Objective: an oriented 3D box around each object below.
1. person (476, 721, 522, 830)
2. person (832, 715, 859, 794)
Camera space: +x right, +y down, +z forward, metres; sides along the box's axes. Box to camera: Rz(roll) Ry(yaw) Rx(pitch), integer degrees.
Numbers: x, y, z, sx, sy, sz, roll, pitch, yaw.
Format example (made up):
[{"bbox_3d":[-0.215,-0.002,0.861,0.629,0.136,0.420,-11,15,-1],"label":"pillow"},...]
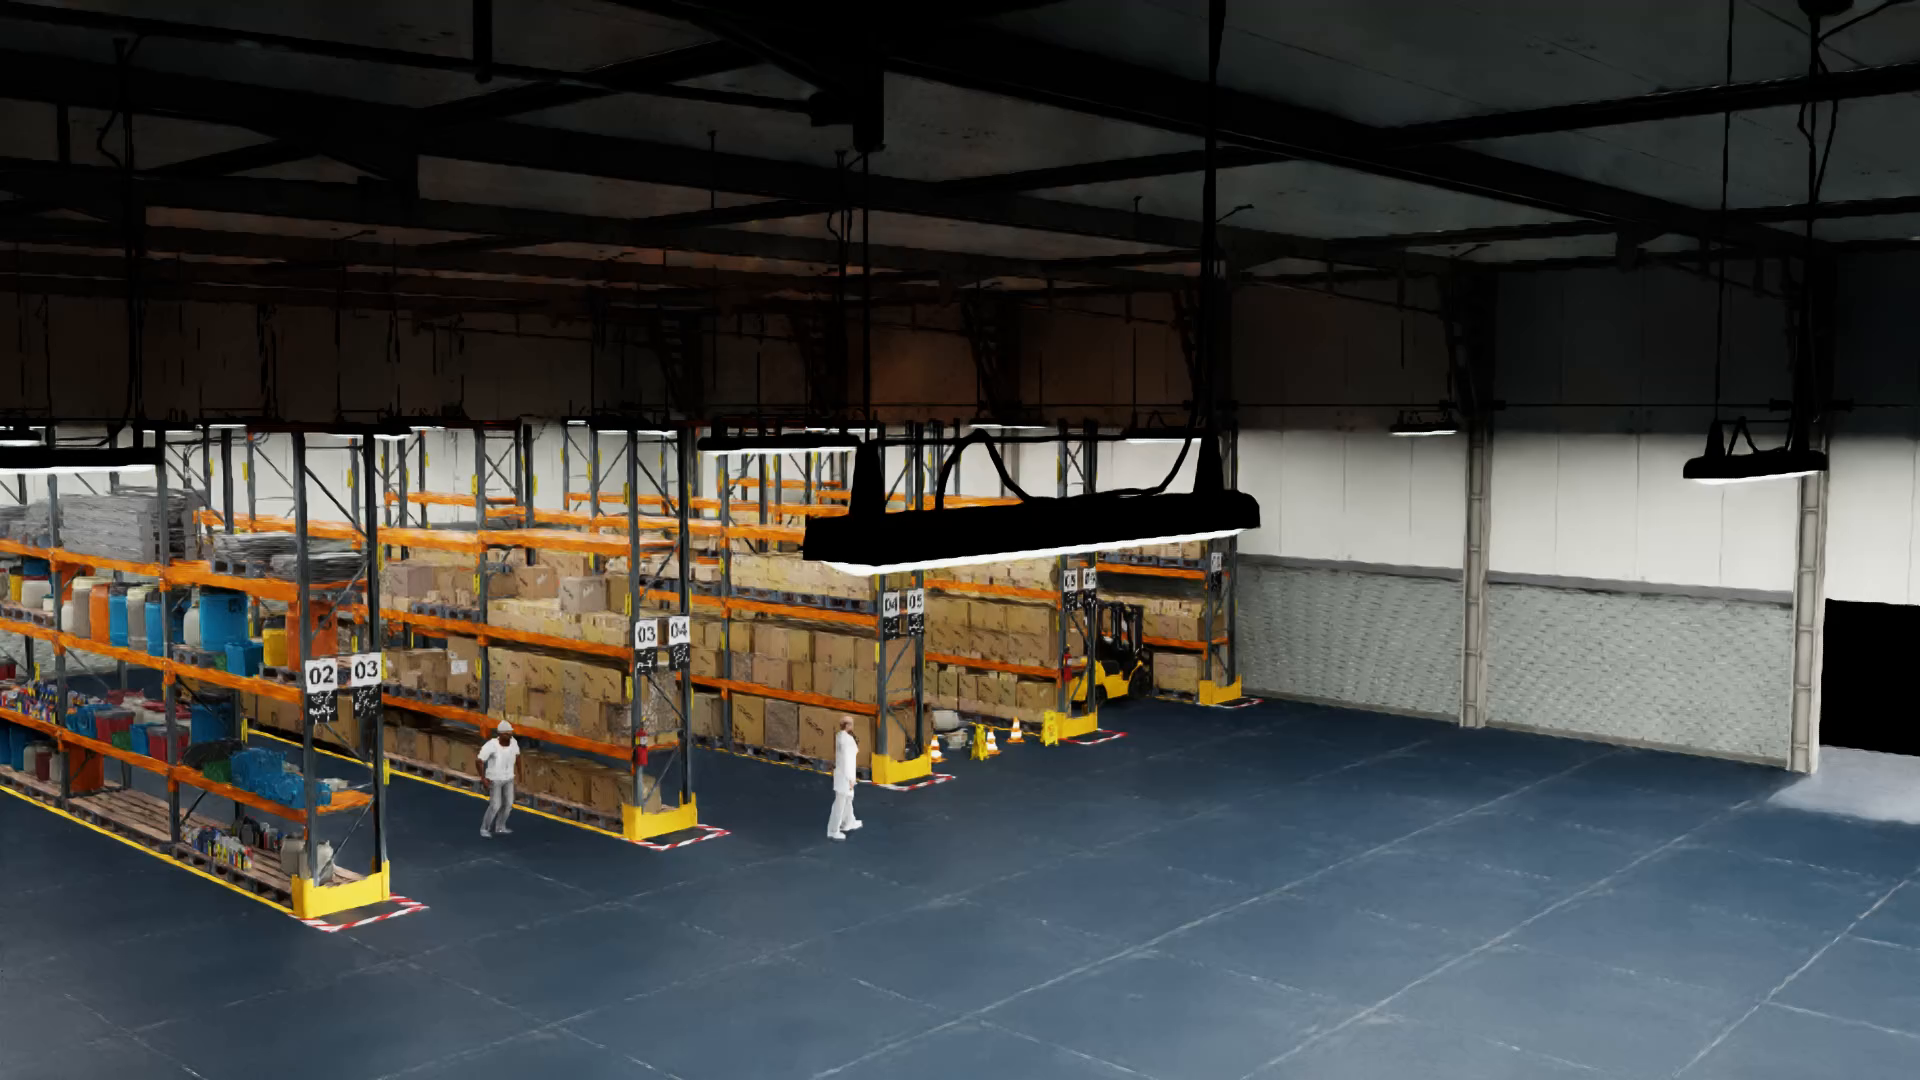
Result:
[{"bbox_3d":[-6.761,3.462,24.328,0.578,1.649,0.636,4,6,40],"label":"person"},{"bbox_3d":[-1.683,3.123,24.337,0.399,1.136,0.629,-1,5,-10],"label":"person"}]
